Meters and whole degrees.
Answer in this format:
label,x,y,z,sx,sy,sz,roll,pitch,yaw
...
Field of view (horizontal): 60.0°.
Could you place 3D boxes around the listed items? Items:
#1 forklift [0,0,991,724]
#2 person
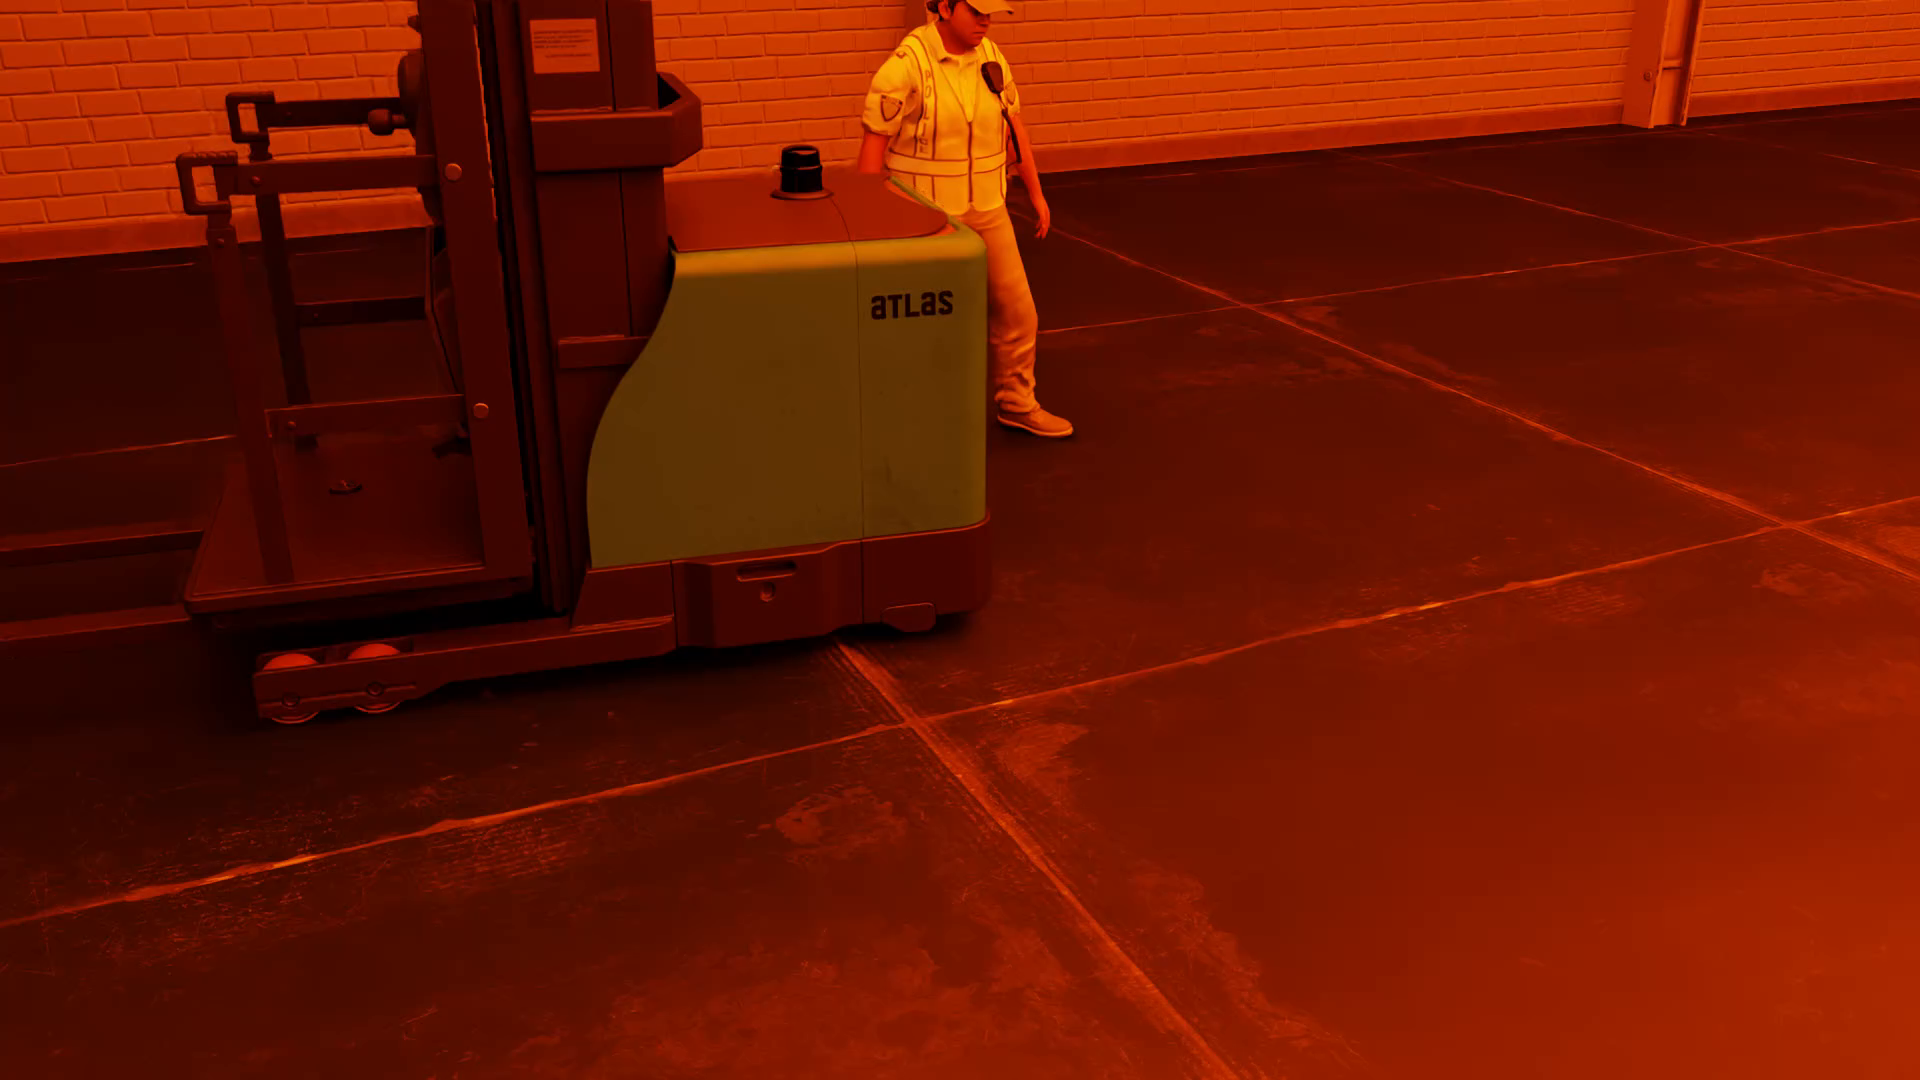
label,x,y,z,sx,sy,sz,roll,pitch,yaw
forklift,-1.493,-1.133,4.014,3.031,2.935,1.130,-6,23,-15
person,0.011,-1.107,5.646,0.778,1.640,0.459,-13,26,-29
